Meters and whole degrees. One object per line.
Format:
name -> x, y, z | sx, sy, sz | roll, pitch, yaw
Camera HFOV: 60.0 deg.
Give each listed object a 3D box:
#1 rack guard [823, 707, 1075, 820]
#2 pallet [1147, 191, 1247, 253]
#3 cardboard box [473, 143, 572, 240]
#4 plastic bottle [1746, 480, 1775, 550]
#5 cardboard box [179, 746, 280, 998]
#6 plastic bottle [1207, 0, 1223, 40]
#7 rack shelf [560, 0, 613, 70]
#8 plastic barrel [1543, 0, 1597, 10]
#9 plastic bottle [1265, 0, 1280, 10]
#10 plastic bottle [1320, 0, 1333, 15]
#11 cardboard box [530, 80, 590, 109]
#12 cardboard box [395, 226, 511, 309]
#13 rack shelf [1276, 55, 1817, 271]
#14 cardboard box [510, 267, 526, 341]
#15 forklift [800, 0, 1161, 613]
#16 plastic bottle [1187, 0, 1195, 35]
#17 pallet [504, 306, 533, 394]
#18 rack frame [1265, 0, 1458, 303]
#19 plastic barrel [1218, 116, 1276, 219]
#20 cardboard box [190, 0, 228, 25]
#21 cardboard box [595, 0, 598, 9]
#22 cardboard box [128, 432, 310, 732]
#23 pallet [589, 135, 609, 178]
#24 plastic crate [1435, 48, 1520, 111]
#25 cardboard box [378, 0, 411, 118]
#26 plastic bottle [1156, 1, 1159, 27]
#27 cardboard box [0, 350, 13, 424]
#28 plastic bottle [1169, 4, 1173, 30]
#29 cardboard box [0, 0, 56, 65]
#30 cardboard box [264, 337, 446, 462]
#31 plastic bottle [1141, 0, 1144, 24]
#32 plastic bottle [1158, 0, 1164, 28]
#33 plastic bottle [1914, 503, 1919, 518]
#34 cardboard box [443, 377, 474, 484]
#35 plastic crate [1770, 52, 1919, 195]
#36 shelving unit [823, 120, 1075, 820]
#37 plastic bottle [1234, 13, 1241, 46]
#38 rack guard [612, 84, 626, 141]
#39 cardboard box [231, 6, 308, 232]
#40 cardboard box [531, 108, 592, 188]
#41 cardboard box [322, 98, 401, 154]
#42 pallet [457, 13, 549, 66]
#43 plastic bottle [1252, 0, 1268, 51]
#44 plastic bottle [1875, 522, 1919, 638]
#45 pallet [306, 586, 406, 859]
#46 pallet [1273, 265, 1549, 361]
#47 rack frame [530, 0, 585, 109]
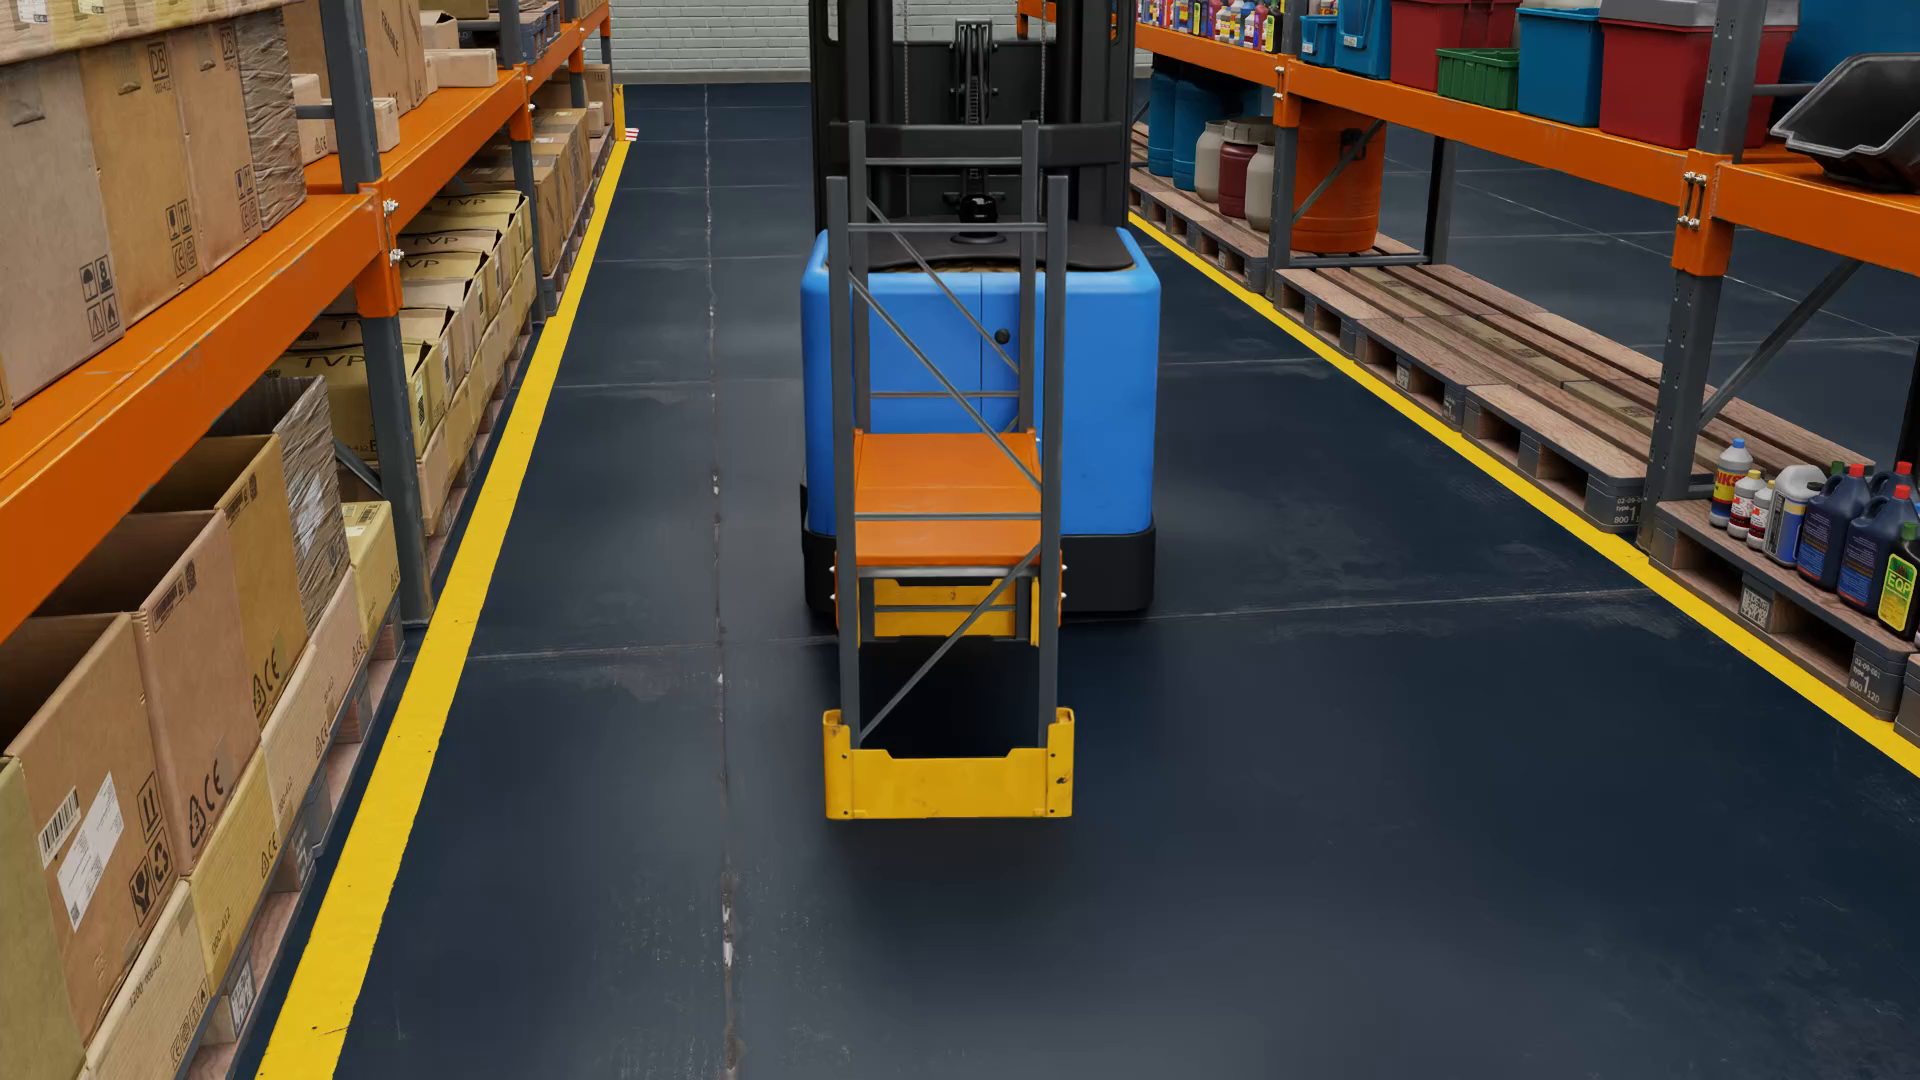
rack guard -> -0.027, 0.530, 3.939 | 0.587, 0.250, 0.087 | 0, 20, -1
pallet -> 1.893, -2.158, 11.192 | 1.003, 0.211, 1.213 | -3, 21, -8
cardboard box -> -2.613, -2.085, 9.956 | 0.500, 0.500, 0.500 | -3, 21, -8
plastic bottle -> 2.438, -0.079, 5.011 | 0.097, 0.201, 0.097 | 0, 20, 0
cardboard box -> -1.600, 0.622, 3.094 | 0.500, 0.250, 0.500 | -3, 21, -8
plastic bottle -> 1.575, -3.231, 10.247 | 0.061, 0.283, 0.133 | -3, 21, -8
rack shelf -> -3.547, -4.264, 13.872 | 1.077, 0.370, 4.000 | -3, 21, -8
plastic barrel -> 2.708, -2.197, 7.116 | 0.433, 0.535, 0.433 | 0, 20, 0
plastic bottle -> 2.078, -3.535, 11.079 | 0.097, 0.271, 0.097 | 0, 20, 0
plastic bottle -> 2.322, -3.319, 10.499 | 0.097, 0.271, 0.097 | 0, 20, 0
cardboard box -> -3.534, -3.595, 13.993 | 0.797, 0.503, 0.637 | -3, 21, -8
cardboard box -> -2.211, -1.171, 7.093 | 0.500, 0.311, 0.500 | -3, 21, -8
rack shelf -> 2.509, -1.742, 7.122 | 1.077, 0.370, 4.000 | -3, 21, -8
cardboard box -> -2.287, -1.084, 7.660 | 0.500, 0.250, 0.500 | -3, 21, -8
forklift -> 0.036, -1.620, 5.865 | 1.130, 2.935, 3.031 | 0, 20, -1
plastic bottle -> 1.548, -3.430, 10.684 | 0.144, 0.351, 0.185 | -3, 21, -8
pallet -> -2.602, -0.930, 7.904 | 1.003, 0.211, 1.213 | -3, 21, -8
rack frame -> 2.220, -2.772, 8.850 | 1.000, 3.000, 0.127 | -3, 21, -8
plastic barrel -> 1.970, -2.398, 10.696 | 0.600, 0.588, 0.708 | -3, 21, -8
cardboard box -> -1.741, -1.138, 3.407 | 0.380, 0.149, 0.250 | -3, 21, -8
cardboard box -> -3.284, -4.672, 13.794 | 0.500, 0.500, 0.500 | -3, 21, -9
cardboard box -> -1.686, 0.098, 3.424 | 0.500, 0.500, 0.500 | -3, 21, -8
pallet -> -3.536, -3.263, 14.151 | 1.003, 0.211, 1.213 | -3, 21, -8
plastic crate -> 2.267, -1.876, 6.755 | 0.450, 0.188, 0.662 | -3, 21, -8
cardboard box -> -2.348, -1.808, 6.126 | 0.500, 0.500, 0.500 | -3, 21, -8
plastic bottle -> 1.404, -3.648, 11.481 | 0.097, 0.201, 0.097 | 0, 20, 0
cardboard box -> -1.730, -0.316, 2.133 | 0.700, 0.500, 0.500 | -3, 21, -7
plastic bottle -> 1.457, -3.522, 11.143 | 0.097, 0.201, 0.097 | 0, 20, 0
cardboard box -> -1.593, -0.783, 2.455 | 0.380, 0.149, 0.250 | -3, 21, -7
cardboard box -> -1.918, -0.465, 5.203 | 0.500, 0.311, 0.500 | -3, 21, -8
plastic bottle -> 1.342, -3.829, 11.865 | 0.097, 0.271, 0.097 | 0, 20, 0
plastic bottle -> 1.402, -3.646, 11.358 | 0.061, 0.283, 0.133 | -3, 21, -8
plastic bottle -> 2.643, 0.030, 4.620 | 0.097, 0.271, 0.097 | 0, 20, 0
cardboard box -> -1.991, -0.376, 5.766 | 0.500, 0.250, 0.500 | -2, 21, -6
plastic crate -> 2.747, -1.170, 4.650 | 0.767, 0.338, 0.504 | -3, 21, -8
shelving unit -> -0.035, -0.230, 4.187 | 0.587, 1.500, 1.083 | 0, 20, -1
plastic bottle -> 1.666, -3.019, 9.796 | 0.097, 0.201, 0.097 | 0, 20, 0
rack guard -> -3.824, -4.096, 15.968 | 1.175, 0.500, 0.348 | -3, 21, -8
cardboard box -> -2.035, -1.032, 4.049 | 0.700, 0.500, 0.500 | -3, 21, -9
cardboard box -> -2.904, -2.787, 11.834 | 0.500, 0.500, 0.500 | -3, 21, -8
cardboard box -> -2.031, -1.338, 5.369 | 0.380, 0.149, 0.250 | -3, 21, -8
pallet -> -2.849, -2.664, 8.837 | 1.213, 0.211, 1.003 | -3, 21, -8
plastic bottle -> 1.707, -2.915, 9.402 | 0.061, 0.283, 0.133 | -3, 21, -8
plastic bottle -> 2.512, 0.105, 4.402 | 0.061, 0.283, 0.133 | -2, 21, -5
pallet -> -2.032, 0.445, 4.221 | 1.003, 0.211, 1.213 | -3, 21, -8
pallet -> 2.294, -1.195, 8.614 | 1.003, 0.211, 1.213 | -3, 21, -8
rack frame -> -3.258, -3.908, 11.893 | 1.000, 3.000, 0.127 | -3, 21, -8
